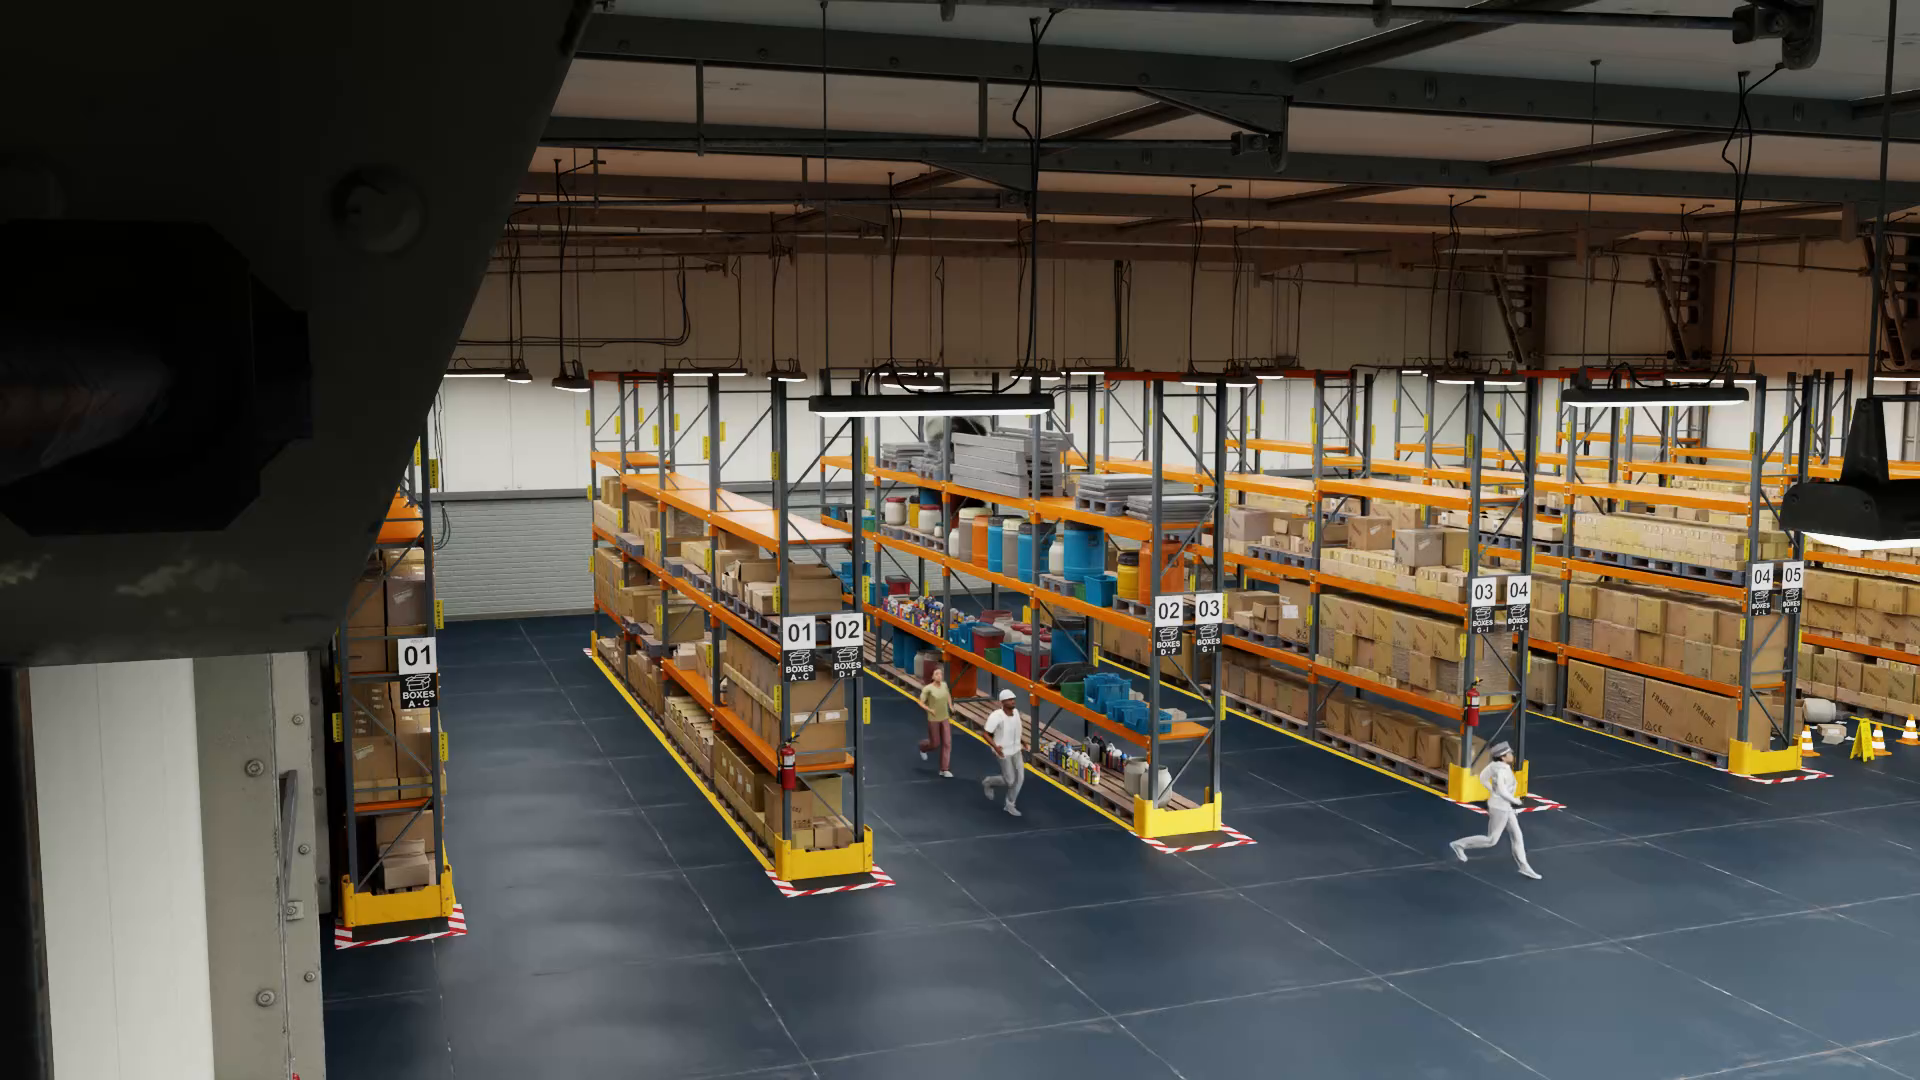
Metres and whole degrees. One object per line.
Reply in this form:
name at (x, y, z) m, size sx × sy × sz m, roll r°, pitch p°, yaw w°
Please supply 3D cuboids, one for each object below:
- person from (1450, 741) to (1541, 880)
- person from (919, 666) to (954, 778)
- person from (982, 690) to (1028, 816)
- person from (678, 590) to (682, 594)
person at (6.506, 3.272, 20.131) m, size 1.080 × 1.695 × 0.586 m, roll 2°, pitch 7°, yaw 15°
person at (-0.330, 2.719, 25.147) m, size 0.593 × 1.635 × 0.894 m, roll -3°, pitch 7°, yaw -29°
person at (0.620, 2.922, 23.045) m, size 0.710 × 1.736 × 0.654 m, roll -6°, pitch 9°, yaw -42°
person at (-6.021, 1.460, 35.918) m, size 0.836 × 1.787 × 0.668 m, roll 5°, pitch 8°, yaw 40°
